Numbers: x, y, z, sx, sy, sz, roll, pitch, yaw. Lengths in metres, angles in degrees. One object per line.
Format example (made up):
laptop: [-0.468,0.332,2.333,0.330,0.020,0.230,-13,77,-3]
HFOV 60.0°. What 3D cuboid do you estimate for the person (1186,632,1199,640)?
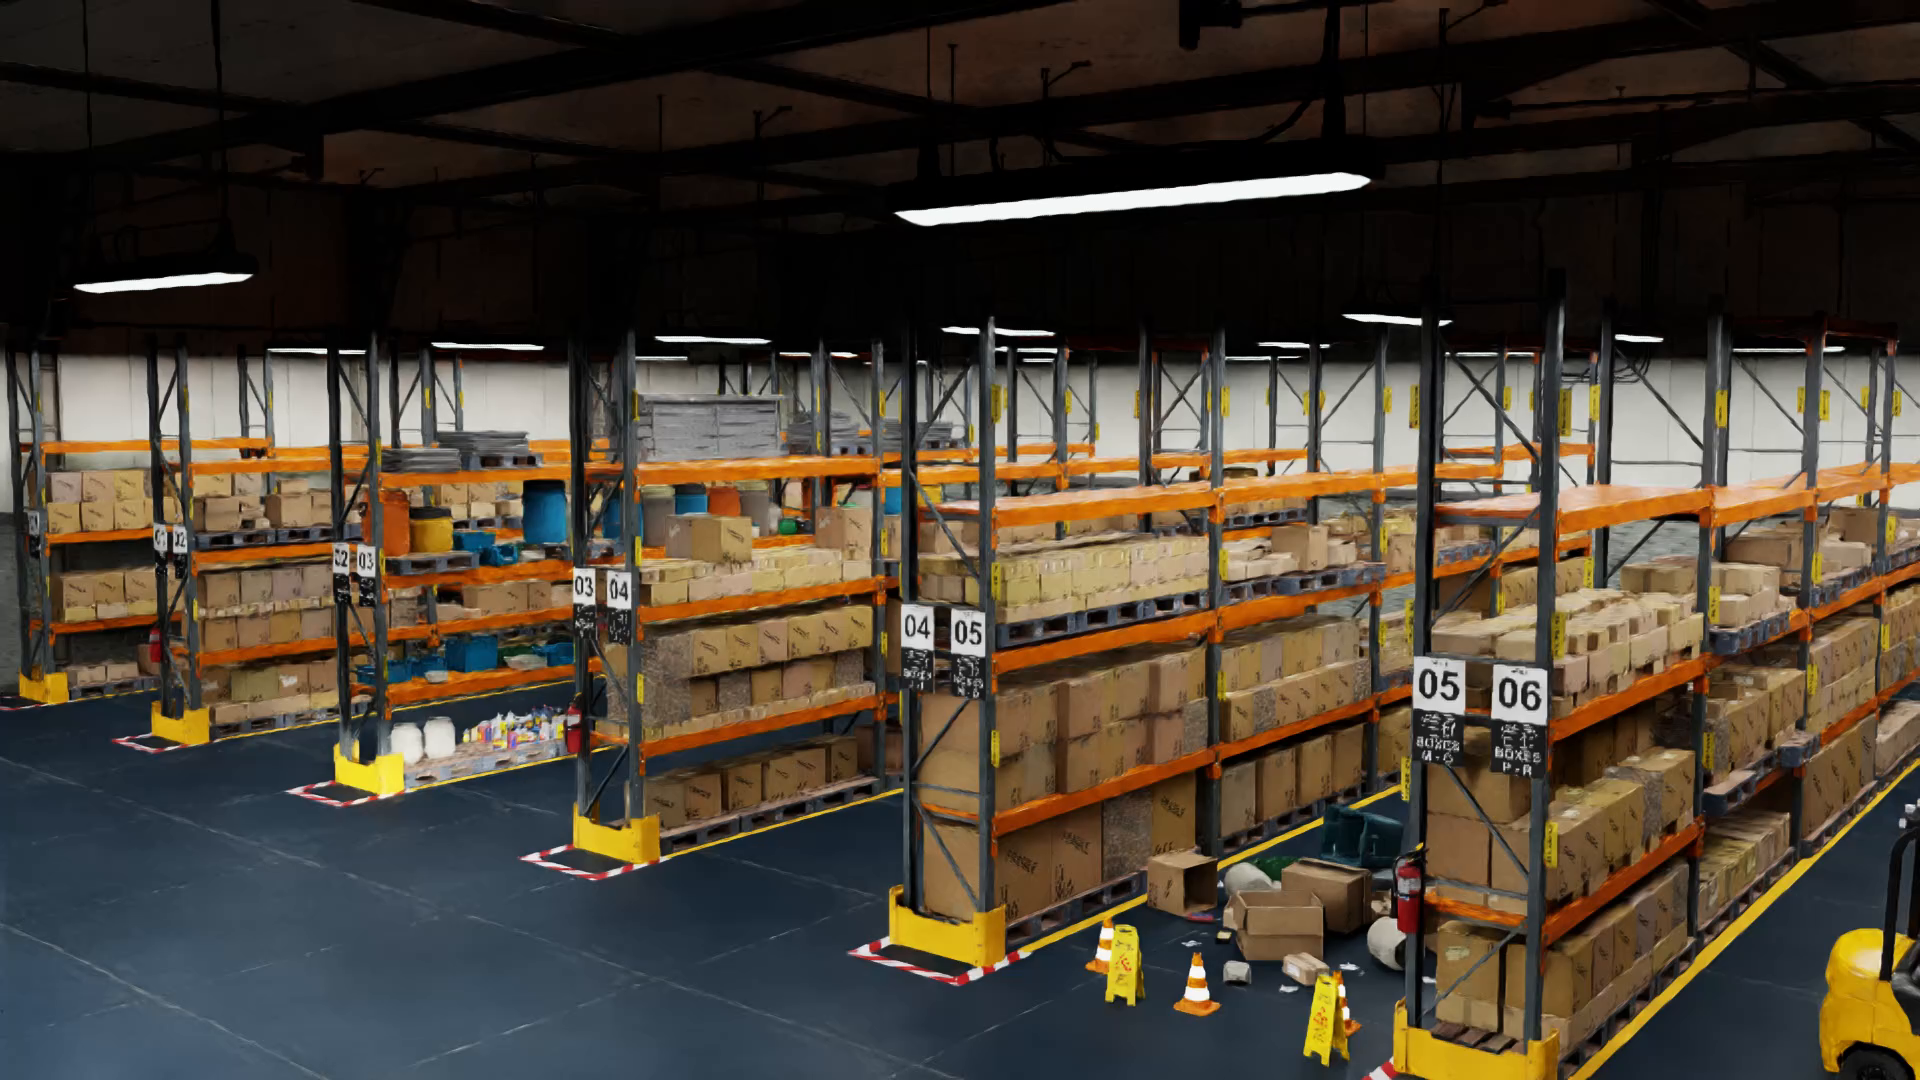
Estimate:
person: [3.381,2.162,23.865,0.736,1.717,0.904,5,7,44]
